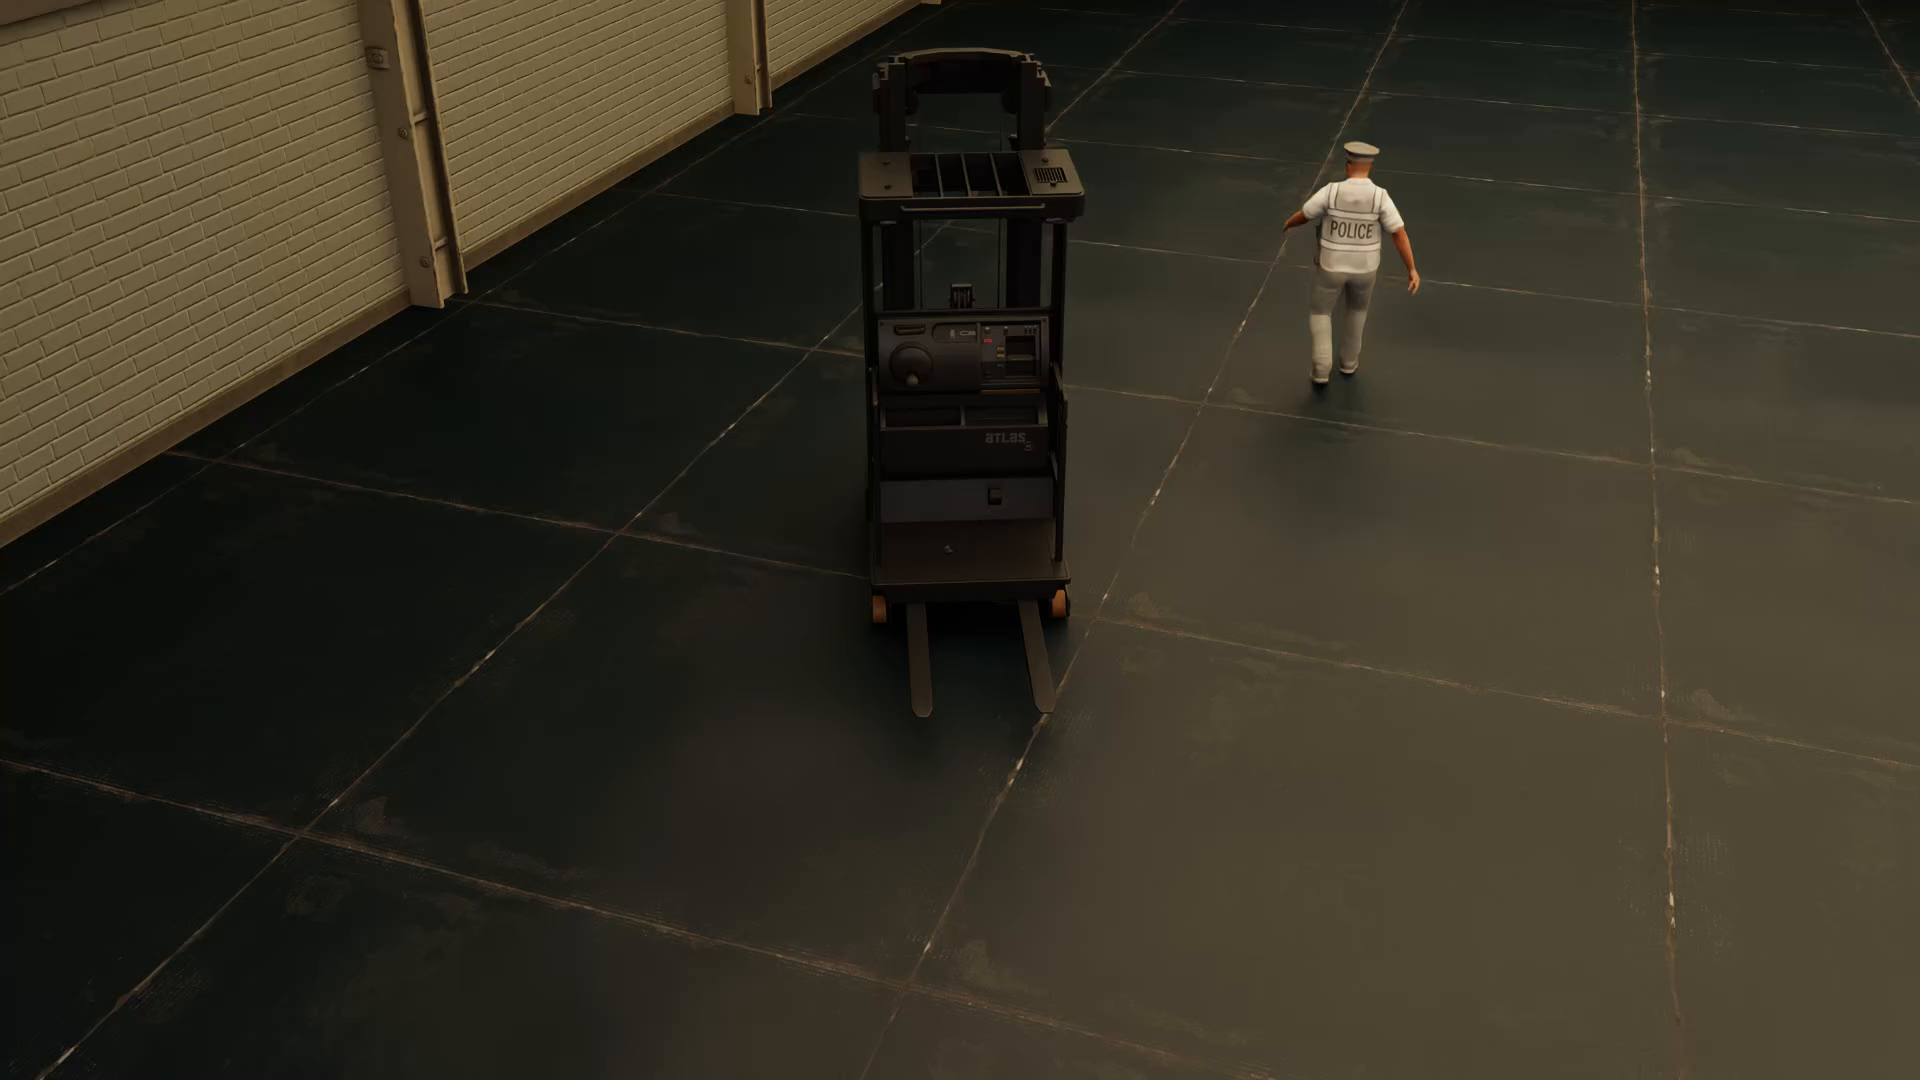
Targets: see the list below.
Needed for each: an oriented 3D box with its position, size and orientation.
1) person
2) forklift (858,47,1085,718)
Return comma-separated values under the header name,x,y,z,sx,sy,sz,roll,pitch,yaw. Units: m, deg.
name,x,y,z,sx,sy,sz,roll,pitch,yaw
person,2.762,-1.951,11.790,0.943,1.728,0.754,4,30,7
forklift,0.035,-0.972,8.842,1.130,2.935,3.031,-2,30,-3
